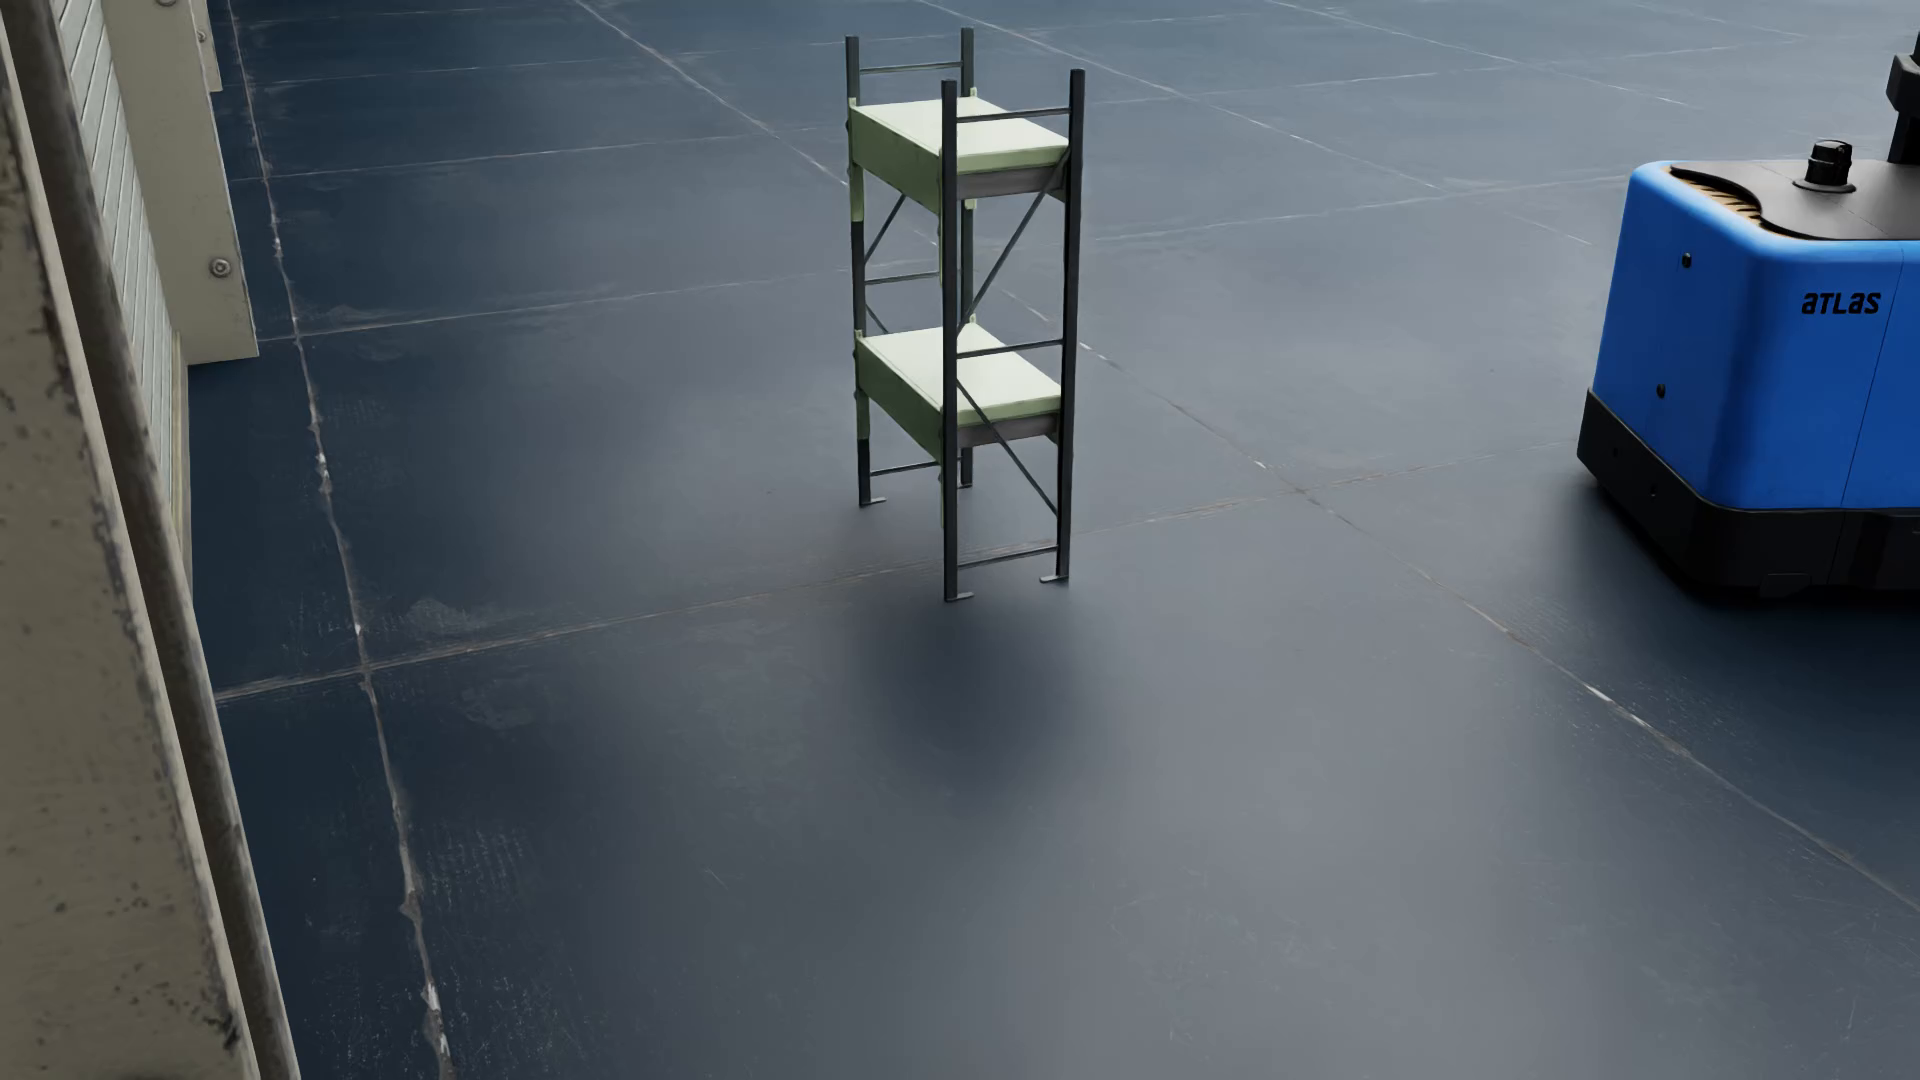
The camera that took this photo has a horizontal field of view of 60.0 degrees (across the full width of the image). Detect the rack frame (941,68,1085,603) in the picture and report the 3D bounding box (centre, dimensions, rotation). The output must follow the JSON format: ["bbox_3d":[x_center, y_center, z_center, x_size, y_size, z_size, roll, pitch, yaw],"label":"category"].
[{"bbox_3d":[0.141,-0.529,4.624,0.400,1.500,0.023,-11,28,-21],"label":"rack frame"}]

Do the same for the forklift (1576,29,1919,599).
[{"bbox_3d":[3.629,-1.367,4.709,3.031,2.935,1.130,-1,26,-2],"label":"forklift"}]

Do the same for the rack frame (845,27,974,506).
[{"bbox_3d":[-0.146,-0.824,5.229,0.400,1.500,0.023,-11,28,-21],"label":"rack frame"}]

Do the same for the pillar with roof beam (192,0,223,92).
[{"bbox_3d":[-1.468,-8.009,11.397,9.100,9.000,0.400,-11,28,-21],"label":"pillar with roof beam"}]

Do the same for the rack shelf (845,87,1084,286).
[{"bbox_3d":[-0.003,-1.027,4.755,0.431,0.370,0.720,-11,28,-21],"label":"rack shelf"}]

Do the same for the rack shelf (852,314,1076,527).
[{"bbox_3d":[-0.003,-0.384,5.069,0.431,0.370,0.720,-11,28,-21],"label":"rack shelf"}]

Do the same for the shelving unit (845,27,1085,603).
[{"bbox_3d":[-0.003,-0.677,4.926,0.431,1.500,0.755,-11,28,-21],"label":"shelving unit"}]

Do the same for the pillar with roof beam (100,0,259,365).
[{"bbox_3d":[0.882,-5.587,6.436,9.100,9.000,0.400,-11,28,-21],"label":"pillar with roof beam"}]
